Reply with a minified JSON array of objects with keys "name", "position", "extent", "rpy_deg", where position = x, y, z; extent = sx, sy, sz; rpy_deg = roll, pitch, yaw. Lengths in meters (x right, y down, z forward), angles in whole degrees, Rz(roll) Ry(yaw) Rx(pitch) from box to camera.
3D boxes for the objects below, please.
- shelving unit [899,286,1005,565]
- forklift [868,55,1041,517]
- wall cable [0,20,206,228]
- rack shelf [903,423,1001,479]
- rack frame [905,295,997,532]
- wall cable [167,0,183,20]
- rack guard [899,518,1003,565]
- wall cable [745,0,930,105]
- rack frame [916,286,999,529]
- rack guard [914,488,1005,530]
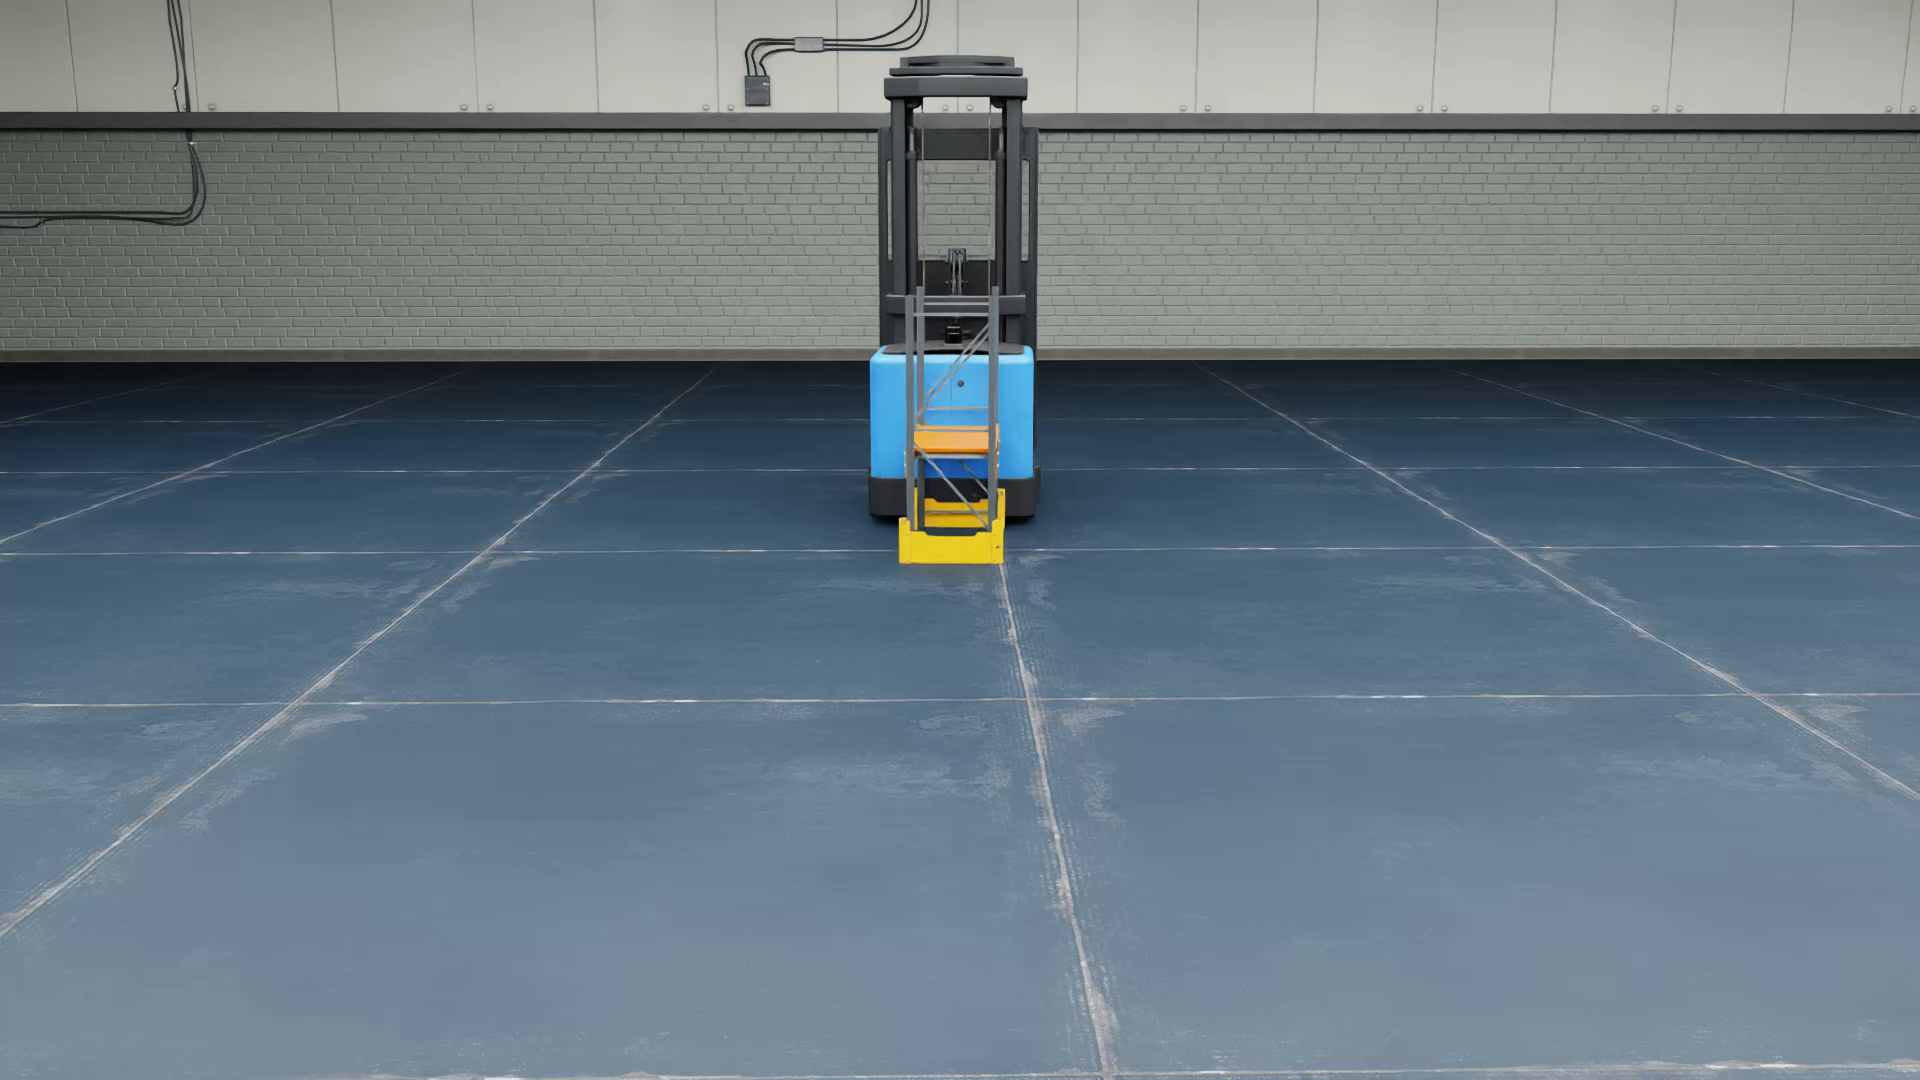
[{"name":"shelving unit","position":[-0.032,-0.705,9.764],"extent":[0.587,1.500,1.083],"rpy_deg":[0,11,2]},{"name":"forklift","position":[-0.003,-1.817,11.644],"extent":[1.130,2.935,3.031],"rpy_deg":[0,11,2]},{"name":"wall cable","position":[-11.018,-5.160,20.671],"extent":[3.097,2.526,0.112],"rpy_deg":[0,11,-1]},{"name":"rack shelf","position":[-0.032,-0.531,9.809],"extent":[0.538,0.185,1.000],"rpy_deg":[0,11,2]},{"name":"rack frame","position":[-0.050,-0.606,9.275],"extent":[0.500,1.500,0.032],"rpy_deg":[0,11,2]},{"name":"wall cable","position":[-8.314,-7.646,20.224],"extent":[3.097,2.526,0.112],"rpy_deg":[0,11,-1]},{"name":"rack guard","position":[-0.050,0.006,9.401],"extent":[0.587,0.250,0.087],"rpy_deg":[0,11,2]},{"name":"wall cable","position":[-1.527,-8.384,20.201],"extent":[2.305,6.003,0.169],"rpy_deg":[0,11,-1]},{"name":"rack frame","position":[-0.015,-0.808,10.271],"extent":[0.500,1.500,0.032],"rpy_deg":[0,11,2]},{"name":"rack guard","position":[-0.015,-0.192,10.376],"extent":[0.587,0.250,0.087],"rpy_deg":[0,11,2]}]
